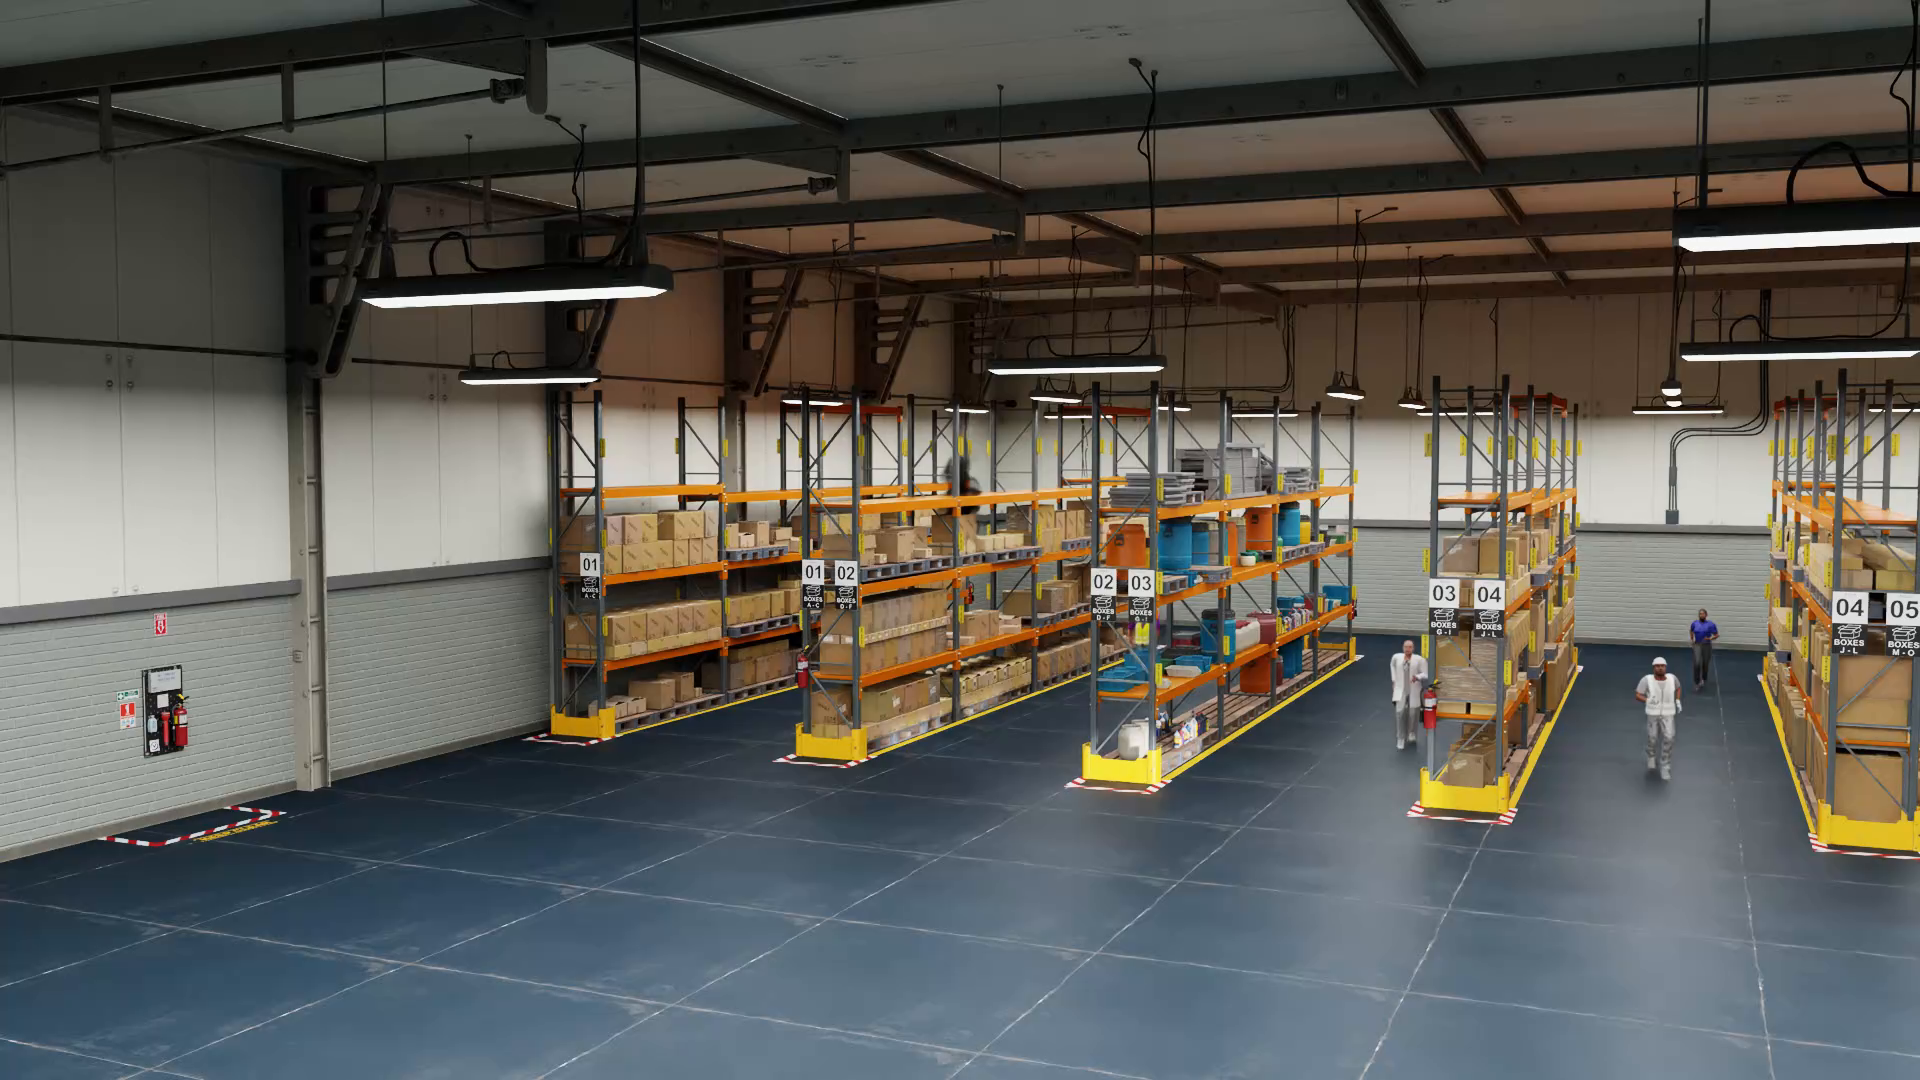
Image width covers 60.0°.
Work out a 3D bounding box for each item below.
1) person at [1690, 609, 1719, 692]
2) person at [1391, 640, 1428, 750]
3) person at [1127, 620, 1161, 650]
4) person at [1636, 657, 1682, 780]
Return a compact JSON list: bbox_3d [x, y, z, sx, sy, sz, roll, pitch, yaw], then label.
[{"bbox_3d":[15.419,2.277,34.472,0.562,1.714,0.739,2,4,28],"label":"person"},{"bbox_3d":[7.539,2.584,27.944,0.626,1.833,0.980,1,3,18],"label":"person"},{"bbox_3d":[3.878,2.197,35.111,0.720,1.728,0.581,1,3,17],"label":"person"},{"bbox_3d":[10.702,2.705,25.467,0.683,1.835,0.856,1,3,16],"label":"person"}]
